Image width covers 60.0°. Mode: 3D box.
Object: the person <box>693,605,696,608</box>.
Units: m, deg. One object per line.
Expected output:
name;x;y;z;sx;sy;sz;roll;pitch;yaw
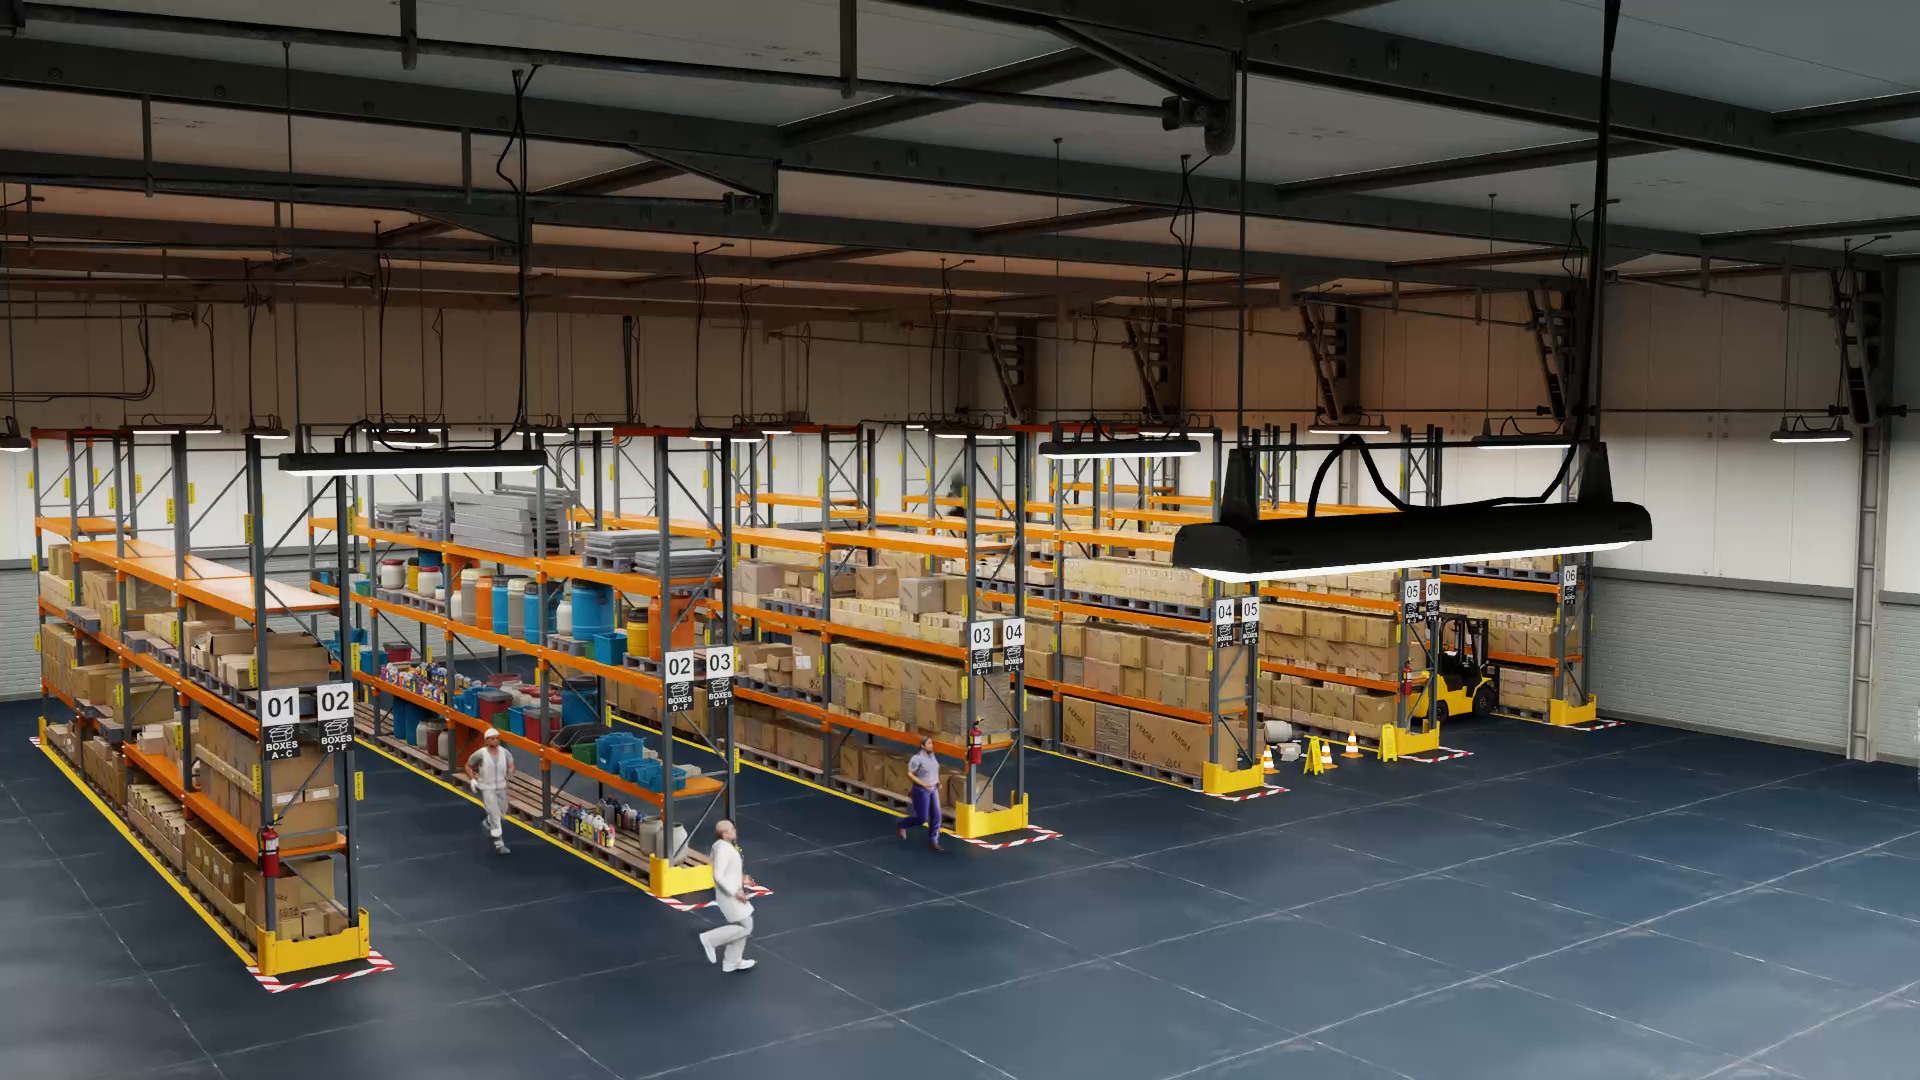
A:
person;-6.706;2.331;40.389;0.739;1.684;0.529;3;5;32

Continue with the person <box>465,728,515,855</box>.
person;-6.697;3.564;23.805;0.660;1.769;0.907;-4;6;-41

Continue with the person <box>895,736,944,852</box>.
person;-0.528;3.660;24.062;0.759;1.635;0.644;3;5;35

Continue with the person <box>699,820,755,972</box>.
person;-2.633;4.007;18.733;0.630;1.730;0.724;-1;5;-13
